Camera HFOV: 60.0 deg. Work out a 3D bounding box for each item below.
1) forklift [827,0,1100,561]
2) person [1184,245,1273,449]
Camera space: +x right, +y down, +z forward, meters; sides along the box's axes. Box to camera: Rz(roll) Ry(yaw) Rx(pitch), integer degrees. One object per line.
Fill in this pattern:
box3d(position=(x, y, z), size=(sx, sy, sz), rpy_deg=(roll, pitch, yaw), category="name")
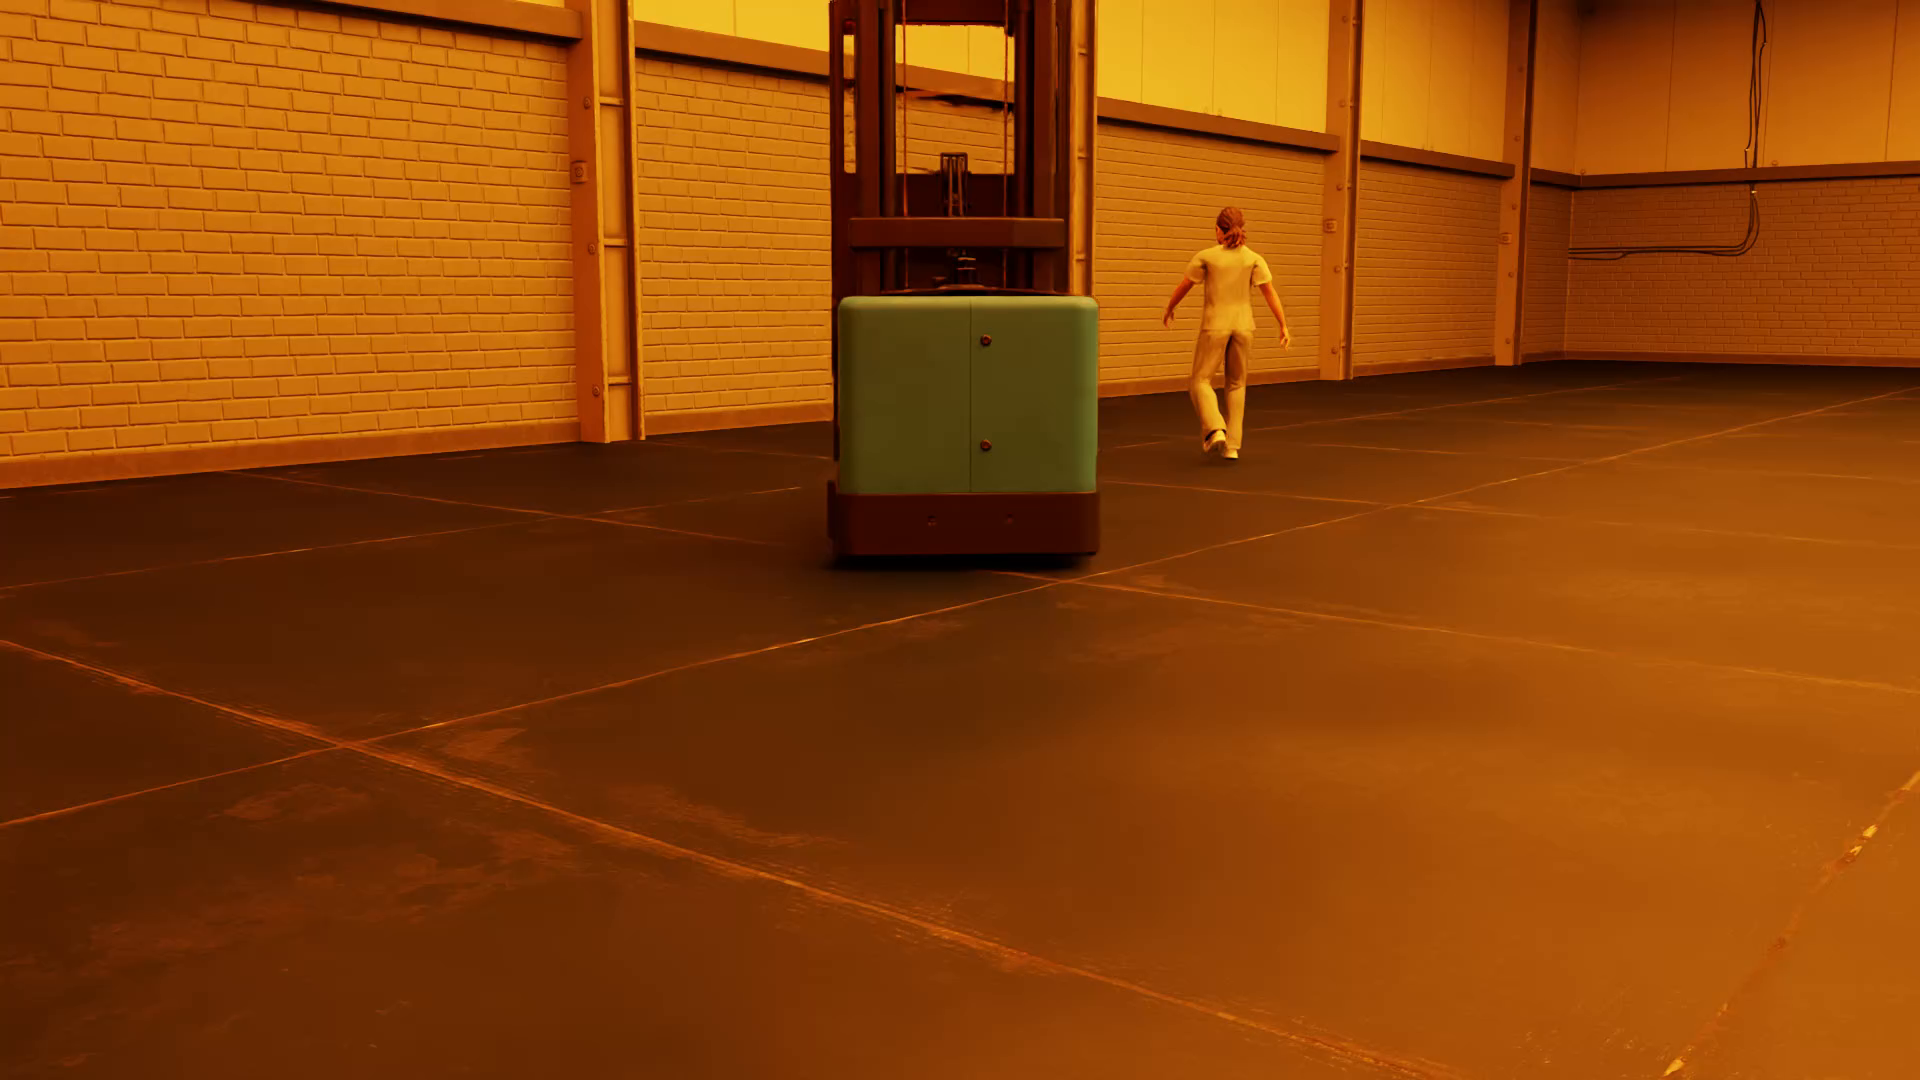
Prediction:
box3d(position=(-0.063, -1.542, 7.819), size=(1.130, 2.935, 3.031), rpy_deg=(-1, 8, -4), category="forklift")
box3d(position=(1.748, -1.252, 10.878), size=(0.565, 1.337, 0.505), rpy_deg=(-1, 8, -4), category="person")
